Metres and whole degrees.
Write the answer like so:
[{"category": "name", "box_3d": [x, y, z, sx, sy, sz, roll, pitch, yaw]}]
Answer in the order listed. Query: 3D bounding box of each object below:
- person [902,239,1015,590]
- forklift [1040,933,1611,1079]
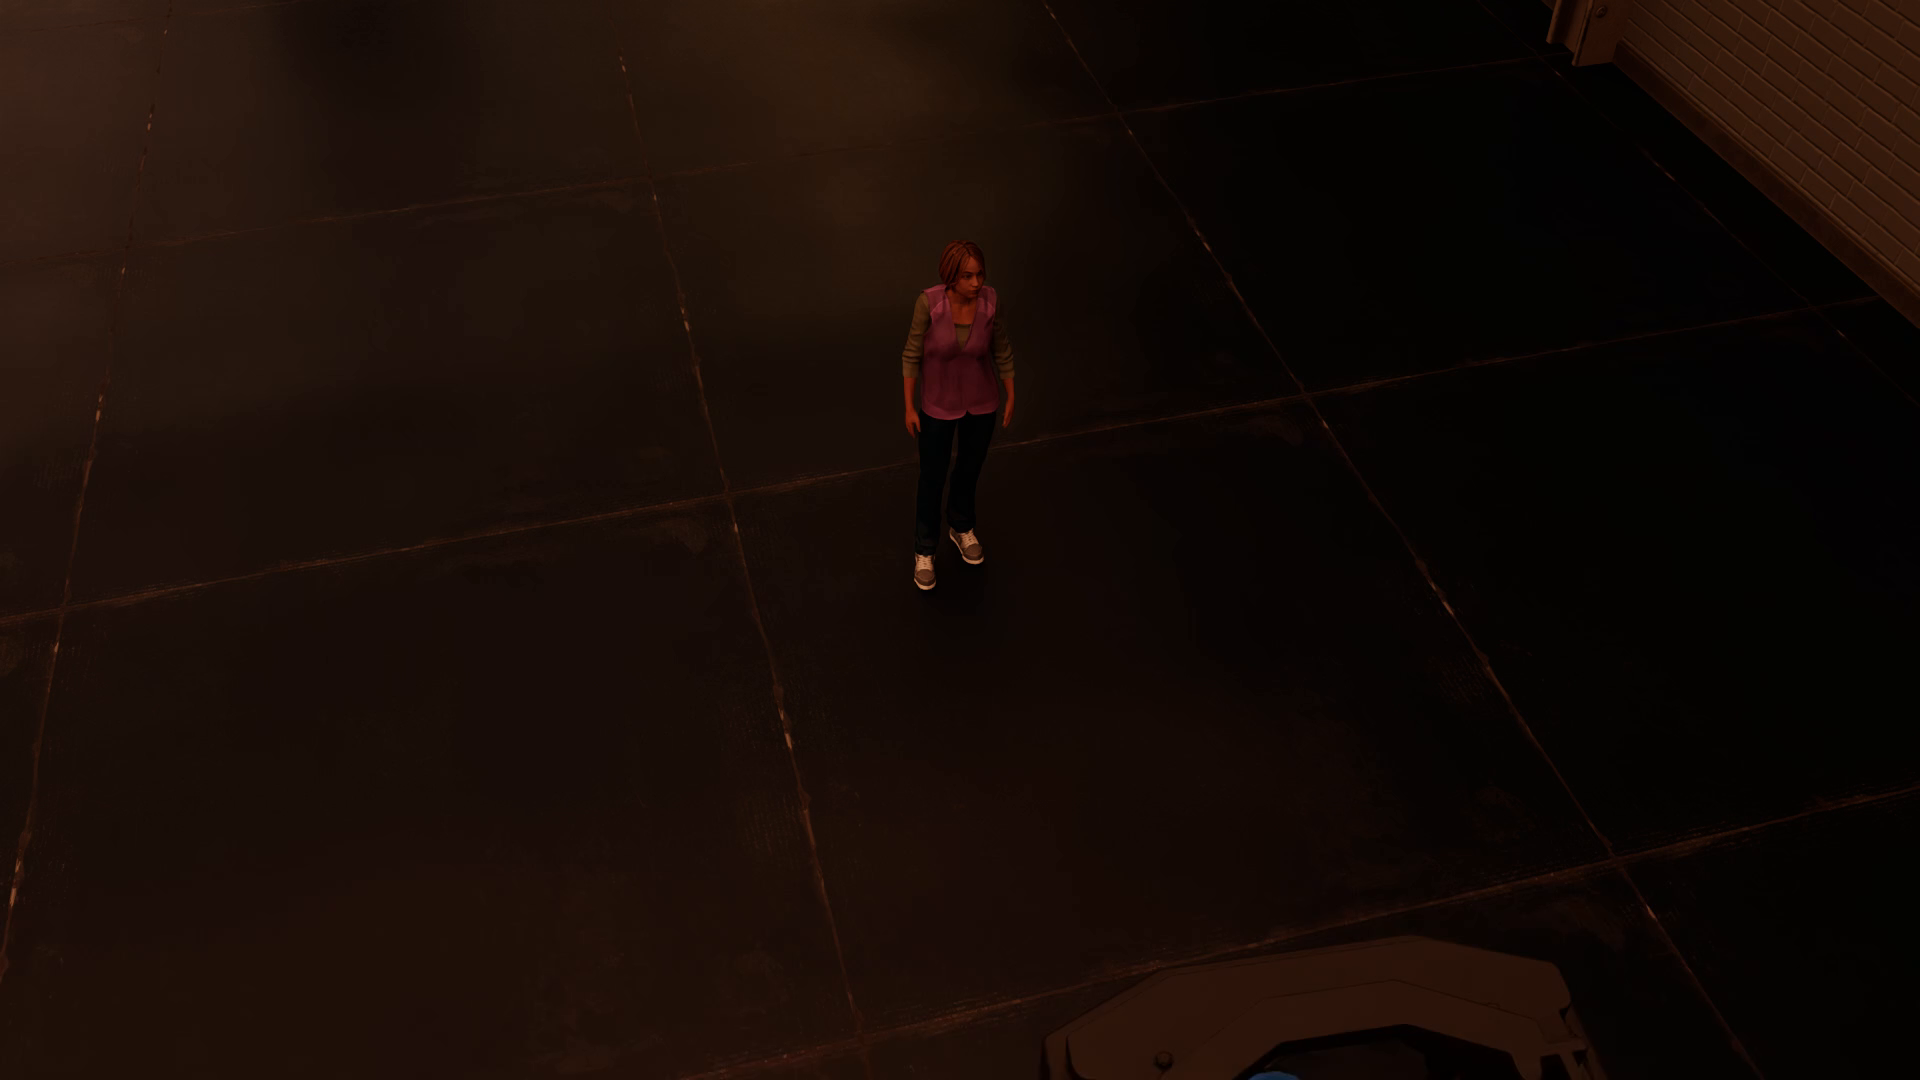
[{"category": "person", "box_3d": [0.005, -0.534, 7.171, 0.520, 1.597, 0.476, -10, 44, -11]}, {"category": "forklift", "box_3d": [0.710, 2.249, 3.266, 1.130, 2.935, 3.031, -6, 44, -7]}]
